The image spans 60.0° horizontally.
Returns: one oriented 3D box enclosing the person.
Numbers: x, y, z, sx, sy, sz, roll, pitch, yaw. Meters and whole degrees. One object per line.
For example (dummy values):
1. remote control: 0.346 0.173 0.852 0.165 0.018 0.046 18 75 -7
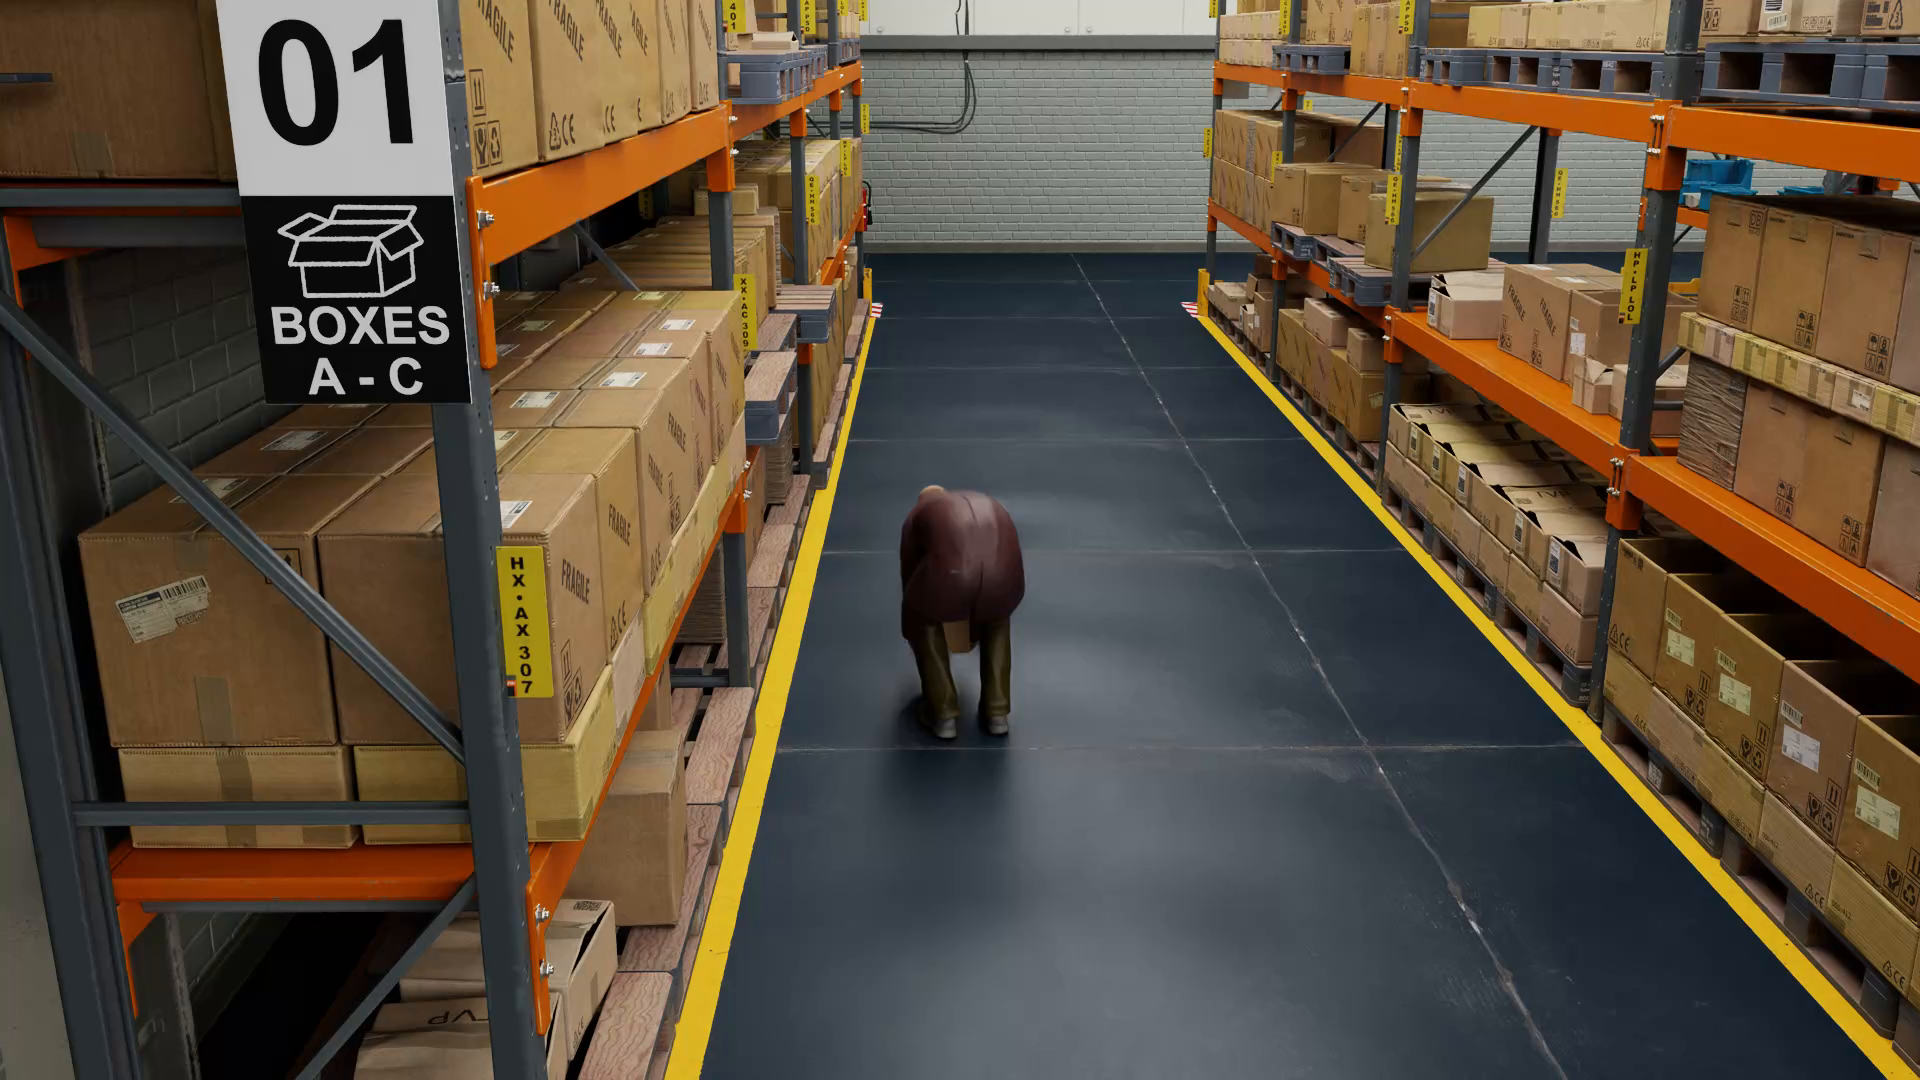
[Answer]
1. person: 0.004 -0.007 7.600 0.530 1.779 0.573 -4 17 -13
